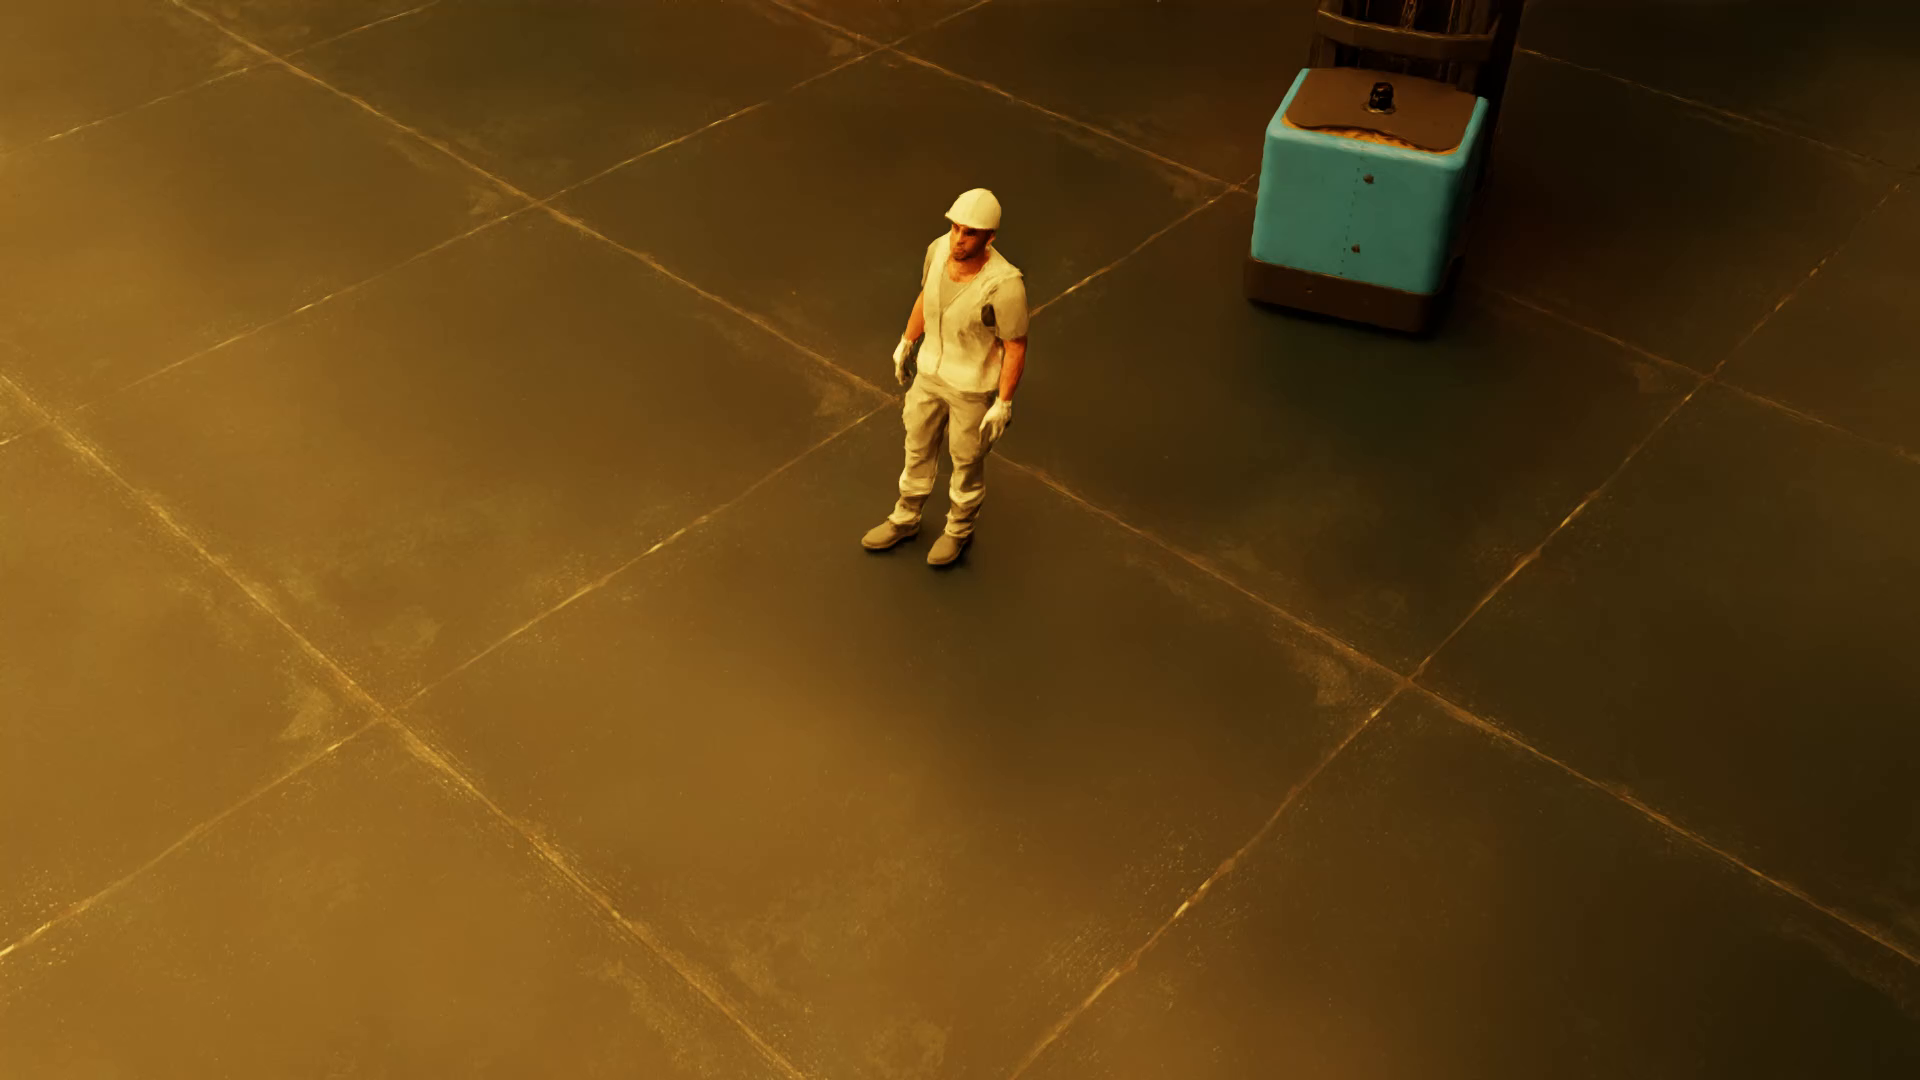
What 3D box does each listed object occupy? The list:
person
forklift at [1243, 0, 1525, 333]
[{"bbox_3d":[-0.062,-0.650,7.053,0.637,1.787,0.563,31,49,31],"label":"person"},{"bbox_3d":[2.592,-3.177,9.132,1.130,2.935,3.031,15,43,17],"label":"forklift"}]
